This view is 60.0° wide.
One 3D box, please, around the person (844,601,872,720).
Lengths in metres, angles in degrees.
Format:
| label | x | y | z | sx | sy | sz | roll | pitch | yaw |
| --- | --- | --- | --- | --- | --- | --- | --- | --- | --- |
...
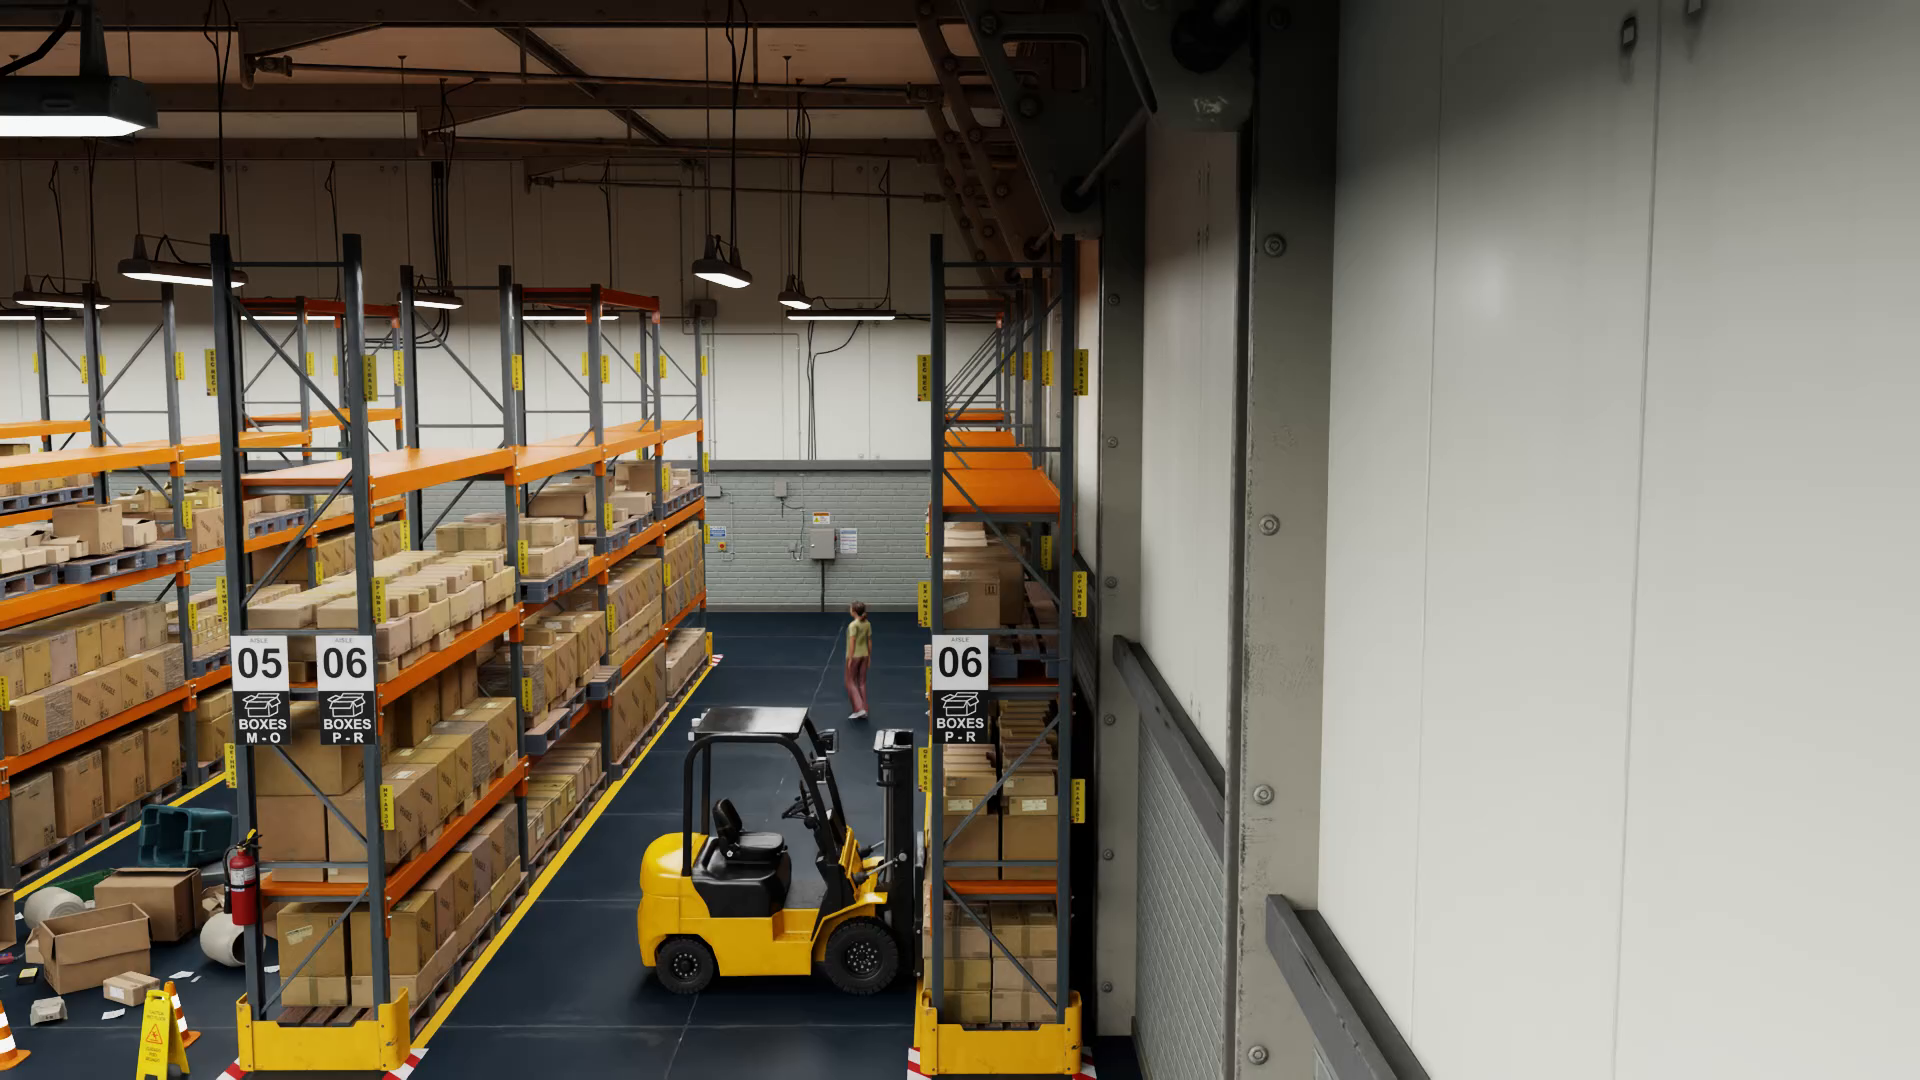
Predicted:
| label | x | y | z | sx | sy | sz | roll | pitch | yaw |
| --- | --- | --- | --- | --- | --- | --- | --- | --- | --- |
| person | -1.441 | 1.732 | 23.802 | 0.393 | 1.720 | 0.485 | 6 | 8 | 42 |
